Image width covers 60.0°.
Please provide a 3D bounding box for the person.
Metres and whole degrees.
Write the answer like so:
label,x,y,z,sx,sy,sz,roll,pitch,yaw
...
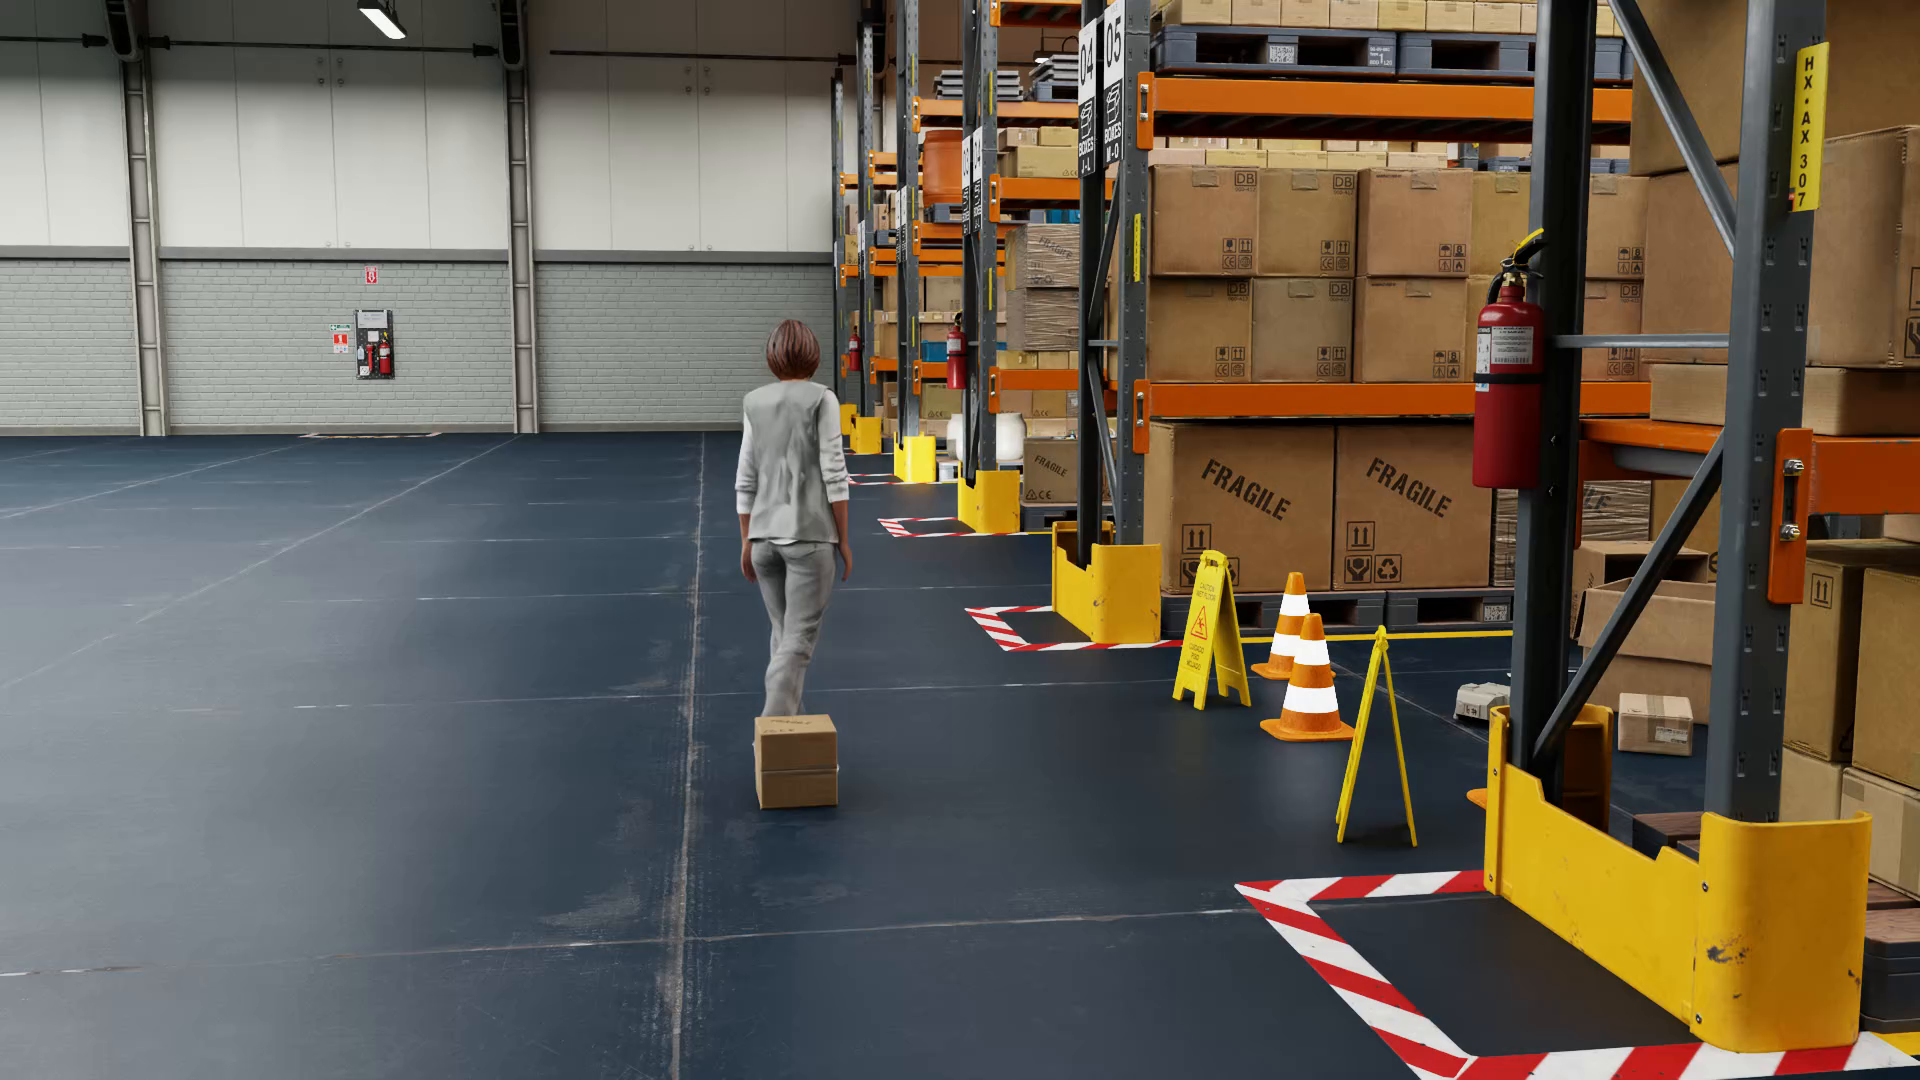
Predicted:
label,x,y,z,sx,sy,sz,roll,pitch,yaw
person,-0.594,0.025,5.827,0.452,1.590,0.513,4,8,27
